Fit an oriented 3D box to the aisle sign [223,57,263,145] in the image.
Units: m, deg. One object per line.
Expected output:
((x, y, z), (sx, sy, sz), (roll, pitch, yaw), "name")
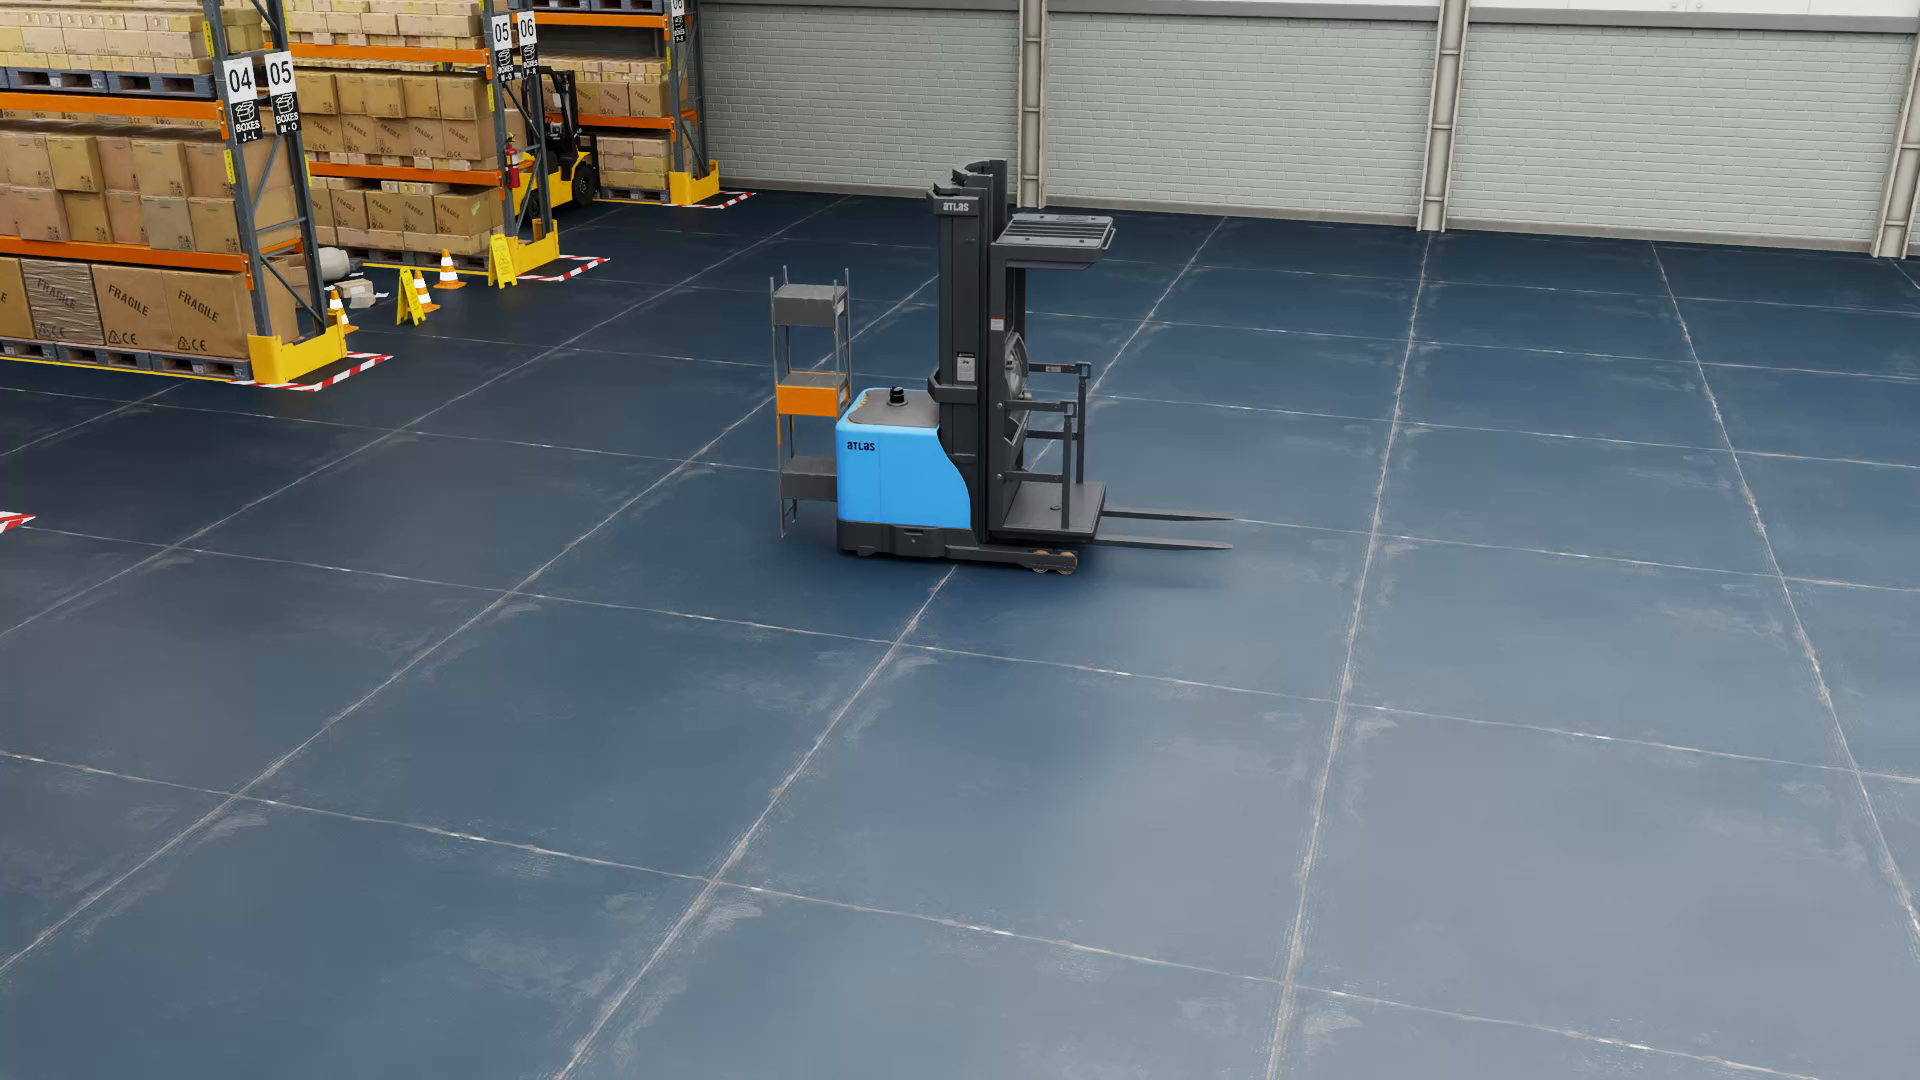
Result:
((-7.009, -4.296, 16.270), (0.004, 0.787, 0.394), (7, 23, 16), "aisle sign")

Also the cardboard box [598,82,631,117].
((-5.268, -6.888, 25.884), (0.500, 0.500, 0.500), (7, 23, 17), "cardboard box")

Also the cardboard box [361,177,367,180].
((-8.355, -4.705, 22.774), (0.500, 0.500, 0.500), (7, 23, 16), "cardboard box")

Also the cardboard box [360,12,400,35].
((-7.204, -6.544, 21.030), (0.500, 0.250, 0.500), (7, 23, 17), "cardboard box")

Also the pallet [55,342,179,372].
((-8.943, -2.114, 18.049), (1.213, 0.211, 1.003), (7, 23, 15), "pallet")

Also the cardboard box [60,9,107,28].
((-8.628, -5.144, 16.406), (0.250, 0.149, 0.380), (6, 23, 15), "cardboard box")

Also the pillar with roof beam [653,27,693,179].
((-5.877, -8.439, 21.890), (0.400, 9.000, 9.100), (7, 23, 16), "pillar with roof beam")

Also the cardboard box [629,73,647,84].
((-4.893, -7.123, 25.602), (0.250, 0.149, 0.380), (7, 23, 16), "cardboard box")

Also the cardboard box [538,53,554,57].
((-6.678, -7.714, 26.649), (0.250, 0.149, 0.380), (6, 23, 15), "cardboard box")

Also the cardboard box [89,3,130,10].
((-8.680, -5.411, 17.056), (0.250, 0.149, 0.380), (7, 23, 16), "cardboard box")

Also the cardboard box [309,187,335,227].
((-8.484, -4.510, 22.299), (0.500, 0.500, 0.500), (8, 23, 18), "cardboard box")

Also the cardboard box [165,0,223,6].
((-10.088, -6.982, 21.936), (0.500, 0.250, 0.500), (6, 23, 14), "cardboard box")

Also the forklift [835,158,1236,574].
((0.613, -1.315, 12.518), (3.031, 2.935, 1.130), (4, 23, 9), "forklift")

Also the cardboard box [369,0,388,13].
((-7.255, -6.768, 21.049), (0.250, 0.149, 0.380), (6, 23, 14), "cardboard box")

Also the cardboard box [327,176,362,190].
((-8.146, -4.745, 22.017), (0.250, 0.149, 0.380), (8, 24, 19), "cardboard box")

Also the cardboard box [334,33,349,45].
((-7.781, -6.437, 21.293), (0.250, 0.149, 0.380), (7, 23, 16), "cardboard box")

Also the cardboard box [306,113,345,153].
((-8.182, -5.386, 21.829), (0.500, 0.500, 0.500), (6, 23, 15), "cardboard box")

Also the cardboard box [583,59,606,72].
((-5.632, -7.347, 25.756), (0.250, 0.149, 0.380), (7, 23, 17), "cardboard box")

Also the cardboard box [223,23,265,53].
((-7.378, -5.053, 16.708), (0.500, 0.250, 0.500), (6, 23, 15), "cardboard box")

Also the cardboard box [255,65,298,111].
((-9.128, -5.977, 21.954), (0.500, 0.500, 0.700), (6, 23, 15), "cardboard box")

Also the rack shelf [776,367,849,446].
((-1.136, -1.032, 12.959), (0.480, 0.518, 0.431), (4, 23, 9), "rack shelf")

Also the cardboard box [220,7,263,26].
((-7.218, -5.243, 16.648), (0.250, 0.149, 0.380), (7, 23, 16), "cardboard box")

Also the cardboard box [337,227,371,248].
((-7.977, -4.106, 22.302), (0.500, 0.250, 0.500), (6, 23, 15), "cardboard box")

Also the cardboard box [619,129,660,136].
((-5.112, -6.383, 26.536), (0.500, 0.250, 0.500), (7, 23, 16), "cardboard box")

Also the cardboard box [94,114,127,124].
((-11.464, -5.973, 22.708), (0.500, 0.500, 0.500), (6, 23, 13), "cardboard box")

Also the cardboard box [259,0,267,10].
((-8.772, -6.895, 21.360), (0.250, 0.149, 0.380), (6, 23, 14), "cardboard box")

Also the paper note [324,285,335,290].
((-7.907, -3.169, 20.875), (0.142, 0.019, 0.148), (16, 27, 34), "paper note")

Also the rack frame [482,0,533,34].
((-5.657, -7.795, 20.321), (0.127, 3.000, 1.000), (7, 23, 16), "rack frame")

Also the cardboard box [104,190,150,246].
((-8.391, -3.463, 17.467), (0.550, 0.550, 0.875), (7, 23, 16), "cardboard box")

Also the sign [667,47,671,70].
((-4.397, -7.273, 25.116), (0.005, 0.325, 0.100), (7, 23, 16), "sign")

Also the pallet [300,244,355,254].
((-8.833, -4.107, 22.910), (1.213, 0.211, 1.003), (7, 23, 16), "pallet")

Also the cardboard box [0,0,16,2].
((-10.136, -5.577, 17.462), (0.250, 0.149, 0.380), (6, 23, 15), "cardboard box")

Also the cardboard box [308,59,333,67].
((-10.427, -7.767, 27.171), (0.250, 0.149, 0.380), (7, 23, 17), "cardboard box")

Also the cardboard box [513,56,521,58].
((-7.097, -7.517, 26.170), (0.250, 0.149, 0.380), (7, 23, 17), "cardboard box")

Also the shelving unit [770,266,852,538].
((-1.136, -1.044, 12.954), (0.503, 2.100, 0.431), (4, 23, 9), "shelving unit")

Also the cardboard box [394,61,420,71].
((-8.919, -7.633, 26.844), (0.250, 0.149, 0.380), (7, 23, 15), "cardboard box")

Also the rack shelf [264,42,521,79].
((-7.572, -6.294, 21.561), (4.000, 0.370, 1.077), (7, 23, 16), "rack shelf")

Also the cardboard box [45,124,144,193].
((-8.929, -3.982, 17.310), (0.500, 0.550, 0.875), (7, 23, 16), "cardboard box")

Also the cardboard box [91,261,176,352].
((-8.502, -2.567, 17.728), (0.875, 0.875, 0.875), (6, 23, 15), "cardboard box")

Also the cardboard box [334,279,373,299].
((-7.495, -3.110, 20.561), (0.380, 0.149, 0.250), (-20, 29, -39), "cardboard box")

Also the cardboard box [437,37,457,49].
((-6.327, -6.244, 20.823), (0.250, 0.149, 0.380), (7, 23, 16), "cardboard box")

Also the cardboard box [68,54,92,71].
((-8.623, -4.775, 16.556), (0.250, 0.149, 0.380), (7, 23, 16), "cardboard box")

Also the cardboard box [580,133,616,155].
((-5.734, -6.251, 26.214), (0.500, 0.250, 0.500), (7, 23, 16), "cardboard box")

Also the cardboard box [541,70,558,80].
((-6.353, -7.301, 26.035), (0.250, 0.149, 0.380), (6, 23, 14), "cardboard box")

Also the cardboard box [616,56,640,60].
((-5.217, -7.519, 26.175), (0.250, 0.149, 0.380), (7, 23, 16), "cardboard box")

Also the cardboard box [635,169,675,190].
((-4.768, -5.682, 26.145), (0.500, 0.250, 0.500), (7, 23, 16), "cardboard box")

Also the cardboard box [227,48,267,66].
((-7.226, -4.876, 16.803), (0.250, 0.149, 0.380), (7, 23, 16), "cardboard box")

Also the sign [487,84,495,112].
((-5.837, -5.502, 20.694), (0.005, 0.325, 0.100), (7, 23, 16), "sign")

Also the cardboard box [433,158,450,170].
((-6.591, -4.890, 21.475), (0.250, 0.149, 0.380), (6, 23, 15), "cardboard box")

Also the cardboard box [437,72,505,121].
((-6.209, -5.643, 21.138), (0.500, 0.500, 0.700), (6, 23, 14), "cardboard box")

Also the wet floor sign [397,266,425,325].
((-6.391, -2.837, 19.241), (0.232, 0.644, 0.267), (3, 22, 6), "wet floor sign")

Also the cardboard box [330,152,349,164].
((-8.056, -5.047, 21.858), (0.250, 0.149, 0.380), (7, 23, 16), "cardboard box")
